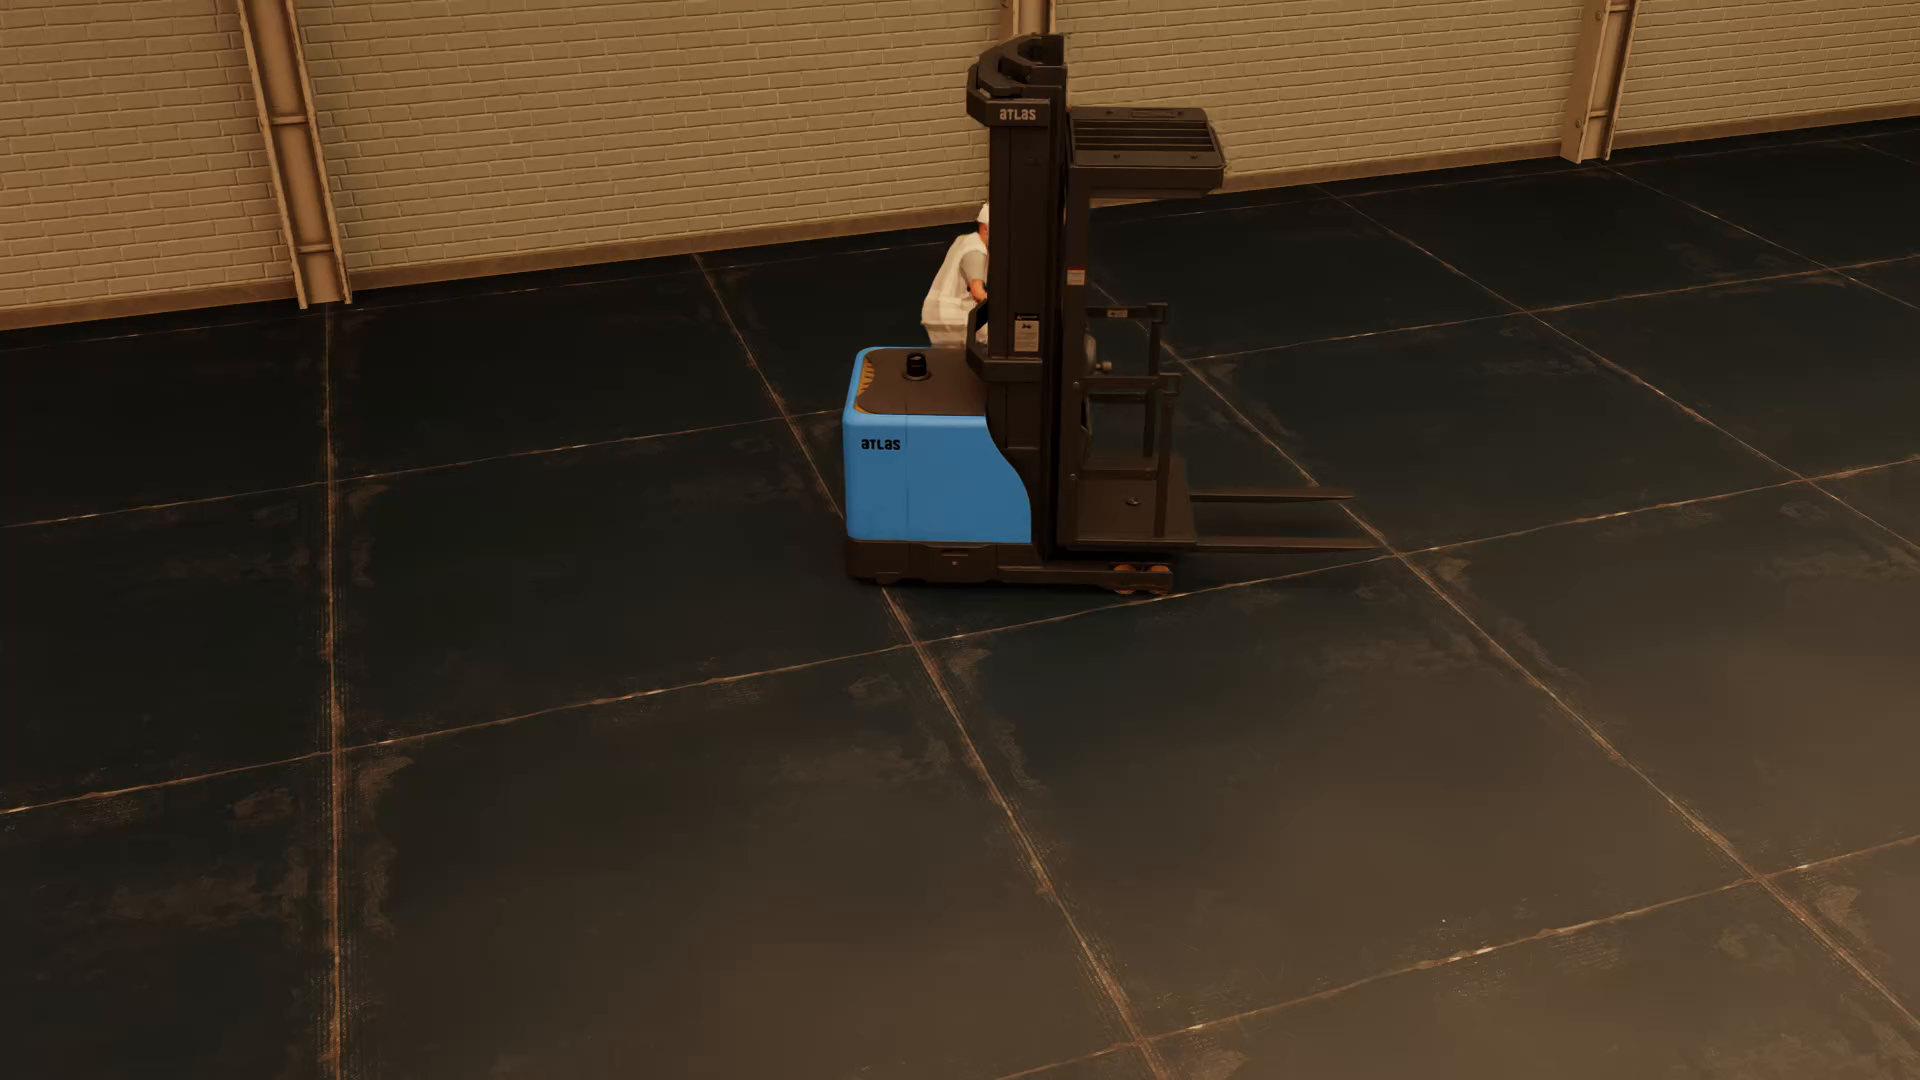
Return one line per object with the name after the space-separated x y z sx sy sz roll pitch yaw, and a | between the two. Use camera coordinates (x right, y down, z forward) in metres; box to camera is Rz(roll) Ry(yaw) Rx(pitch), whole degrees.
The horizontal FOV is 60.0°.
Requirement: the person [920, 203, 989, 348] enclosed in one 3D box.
0.237 -1.433 10.969 0.905 1.521 1.004 -15 33 -25 | person

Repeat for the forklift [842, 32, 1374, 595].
0.870 -1.229 9.223 3.031 2.935 1.130 1 30 2 | forklift
